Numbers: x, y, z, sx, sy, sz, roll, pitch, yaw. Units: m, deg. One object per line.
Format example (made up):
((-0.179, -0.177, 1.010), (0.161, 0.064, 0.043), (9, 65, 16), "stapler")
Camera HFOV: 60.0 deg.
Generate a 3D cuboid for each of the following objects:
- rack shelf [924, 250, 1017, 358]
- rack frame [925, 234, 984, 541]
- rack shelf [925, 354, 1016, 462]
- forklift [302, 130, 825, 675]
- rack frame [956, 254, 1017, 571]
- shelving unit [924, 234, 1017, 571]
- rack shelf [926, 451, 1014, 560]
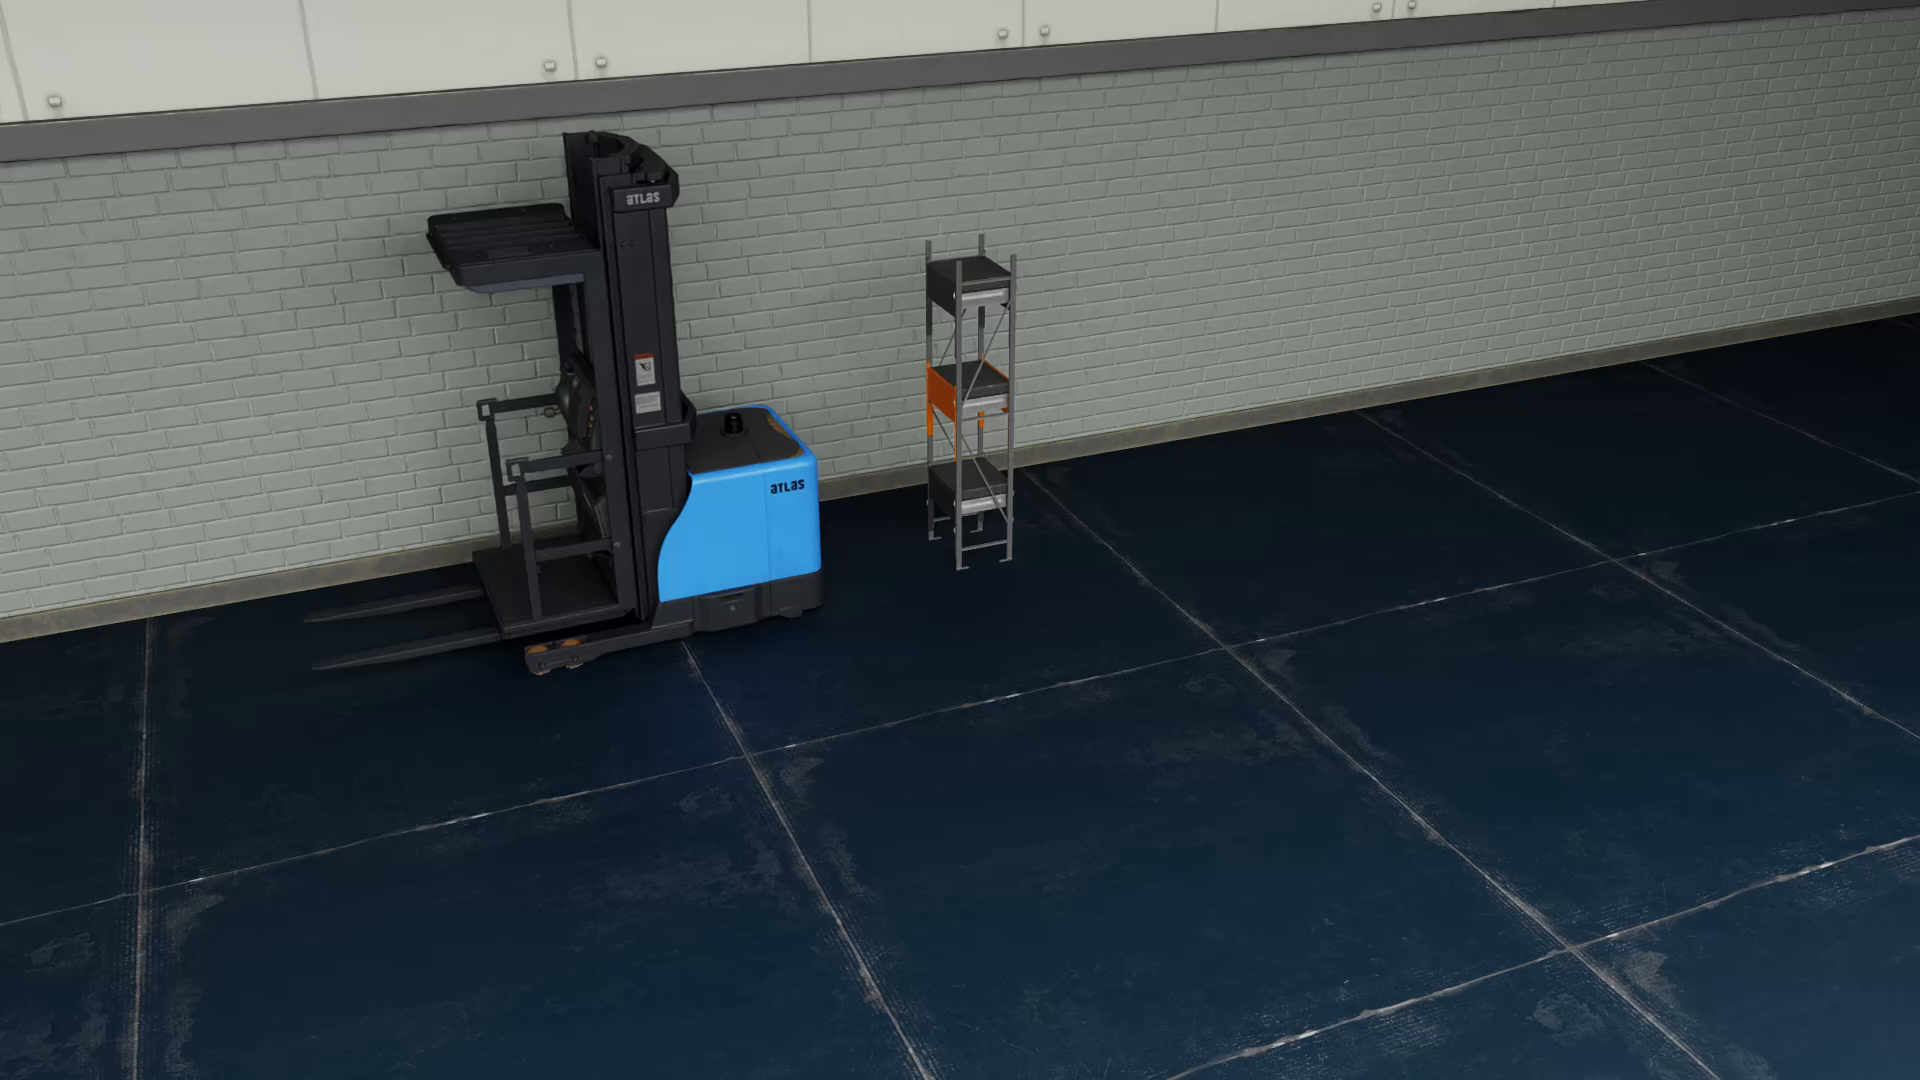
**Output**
((0.065, -1.493, 10.497), (0.431, 0.518, 0.480), (-11, 28, -21), "rack shelf")
((-0.031, -0.975, 11.000), (0.400, 2.100, 0.015), (-11, 28, -21), "rack frame")
((0.065, -0.864, 10.805), (0.431, 0.518, 0.480), (-11, 28, -21), "rack shelf")
((-2.412, -0.789, 9.672), (3.031, 2.935, 1.130), (-11, 28, -21), "forklift")
((0.160, -0.778, 10.597), (0.400, 2.100, 0.015), (-11, 28, -21), "rack frame")
((0.065, -0.877, 10.799), (0.431, 2.100, 0.503), (-11, 28, -21), "shelving unit")
((0.065, -0.235, 11.112), (0.431, 0.518, 0.480), (-11, 28, -21), "rack shelf")
